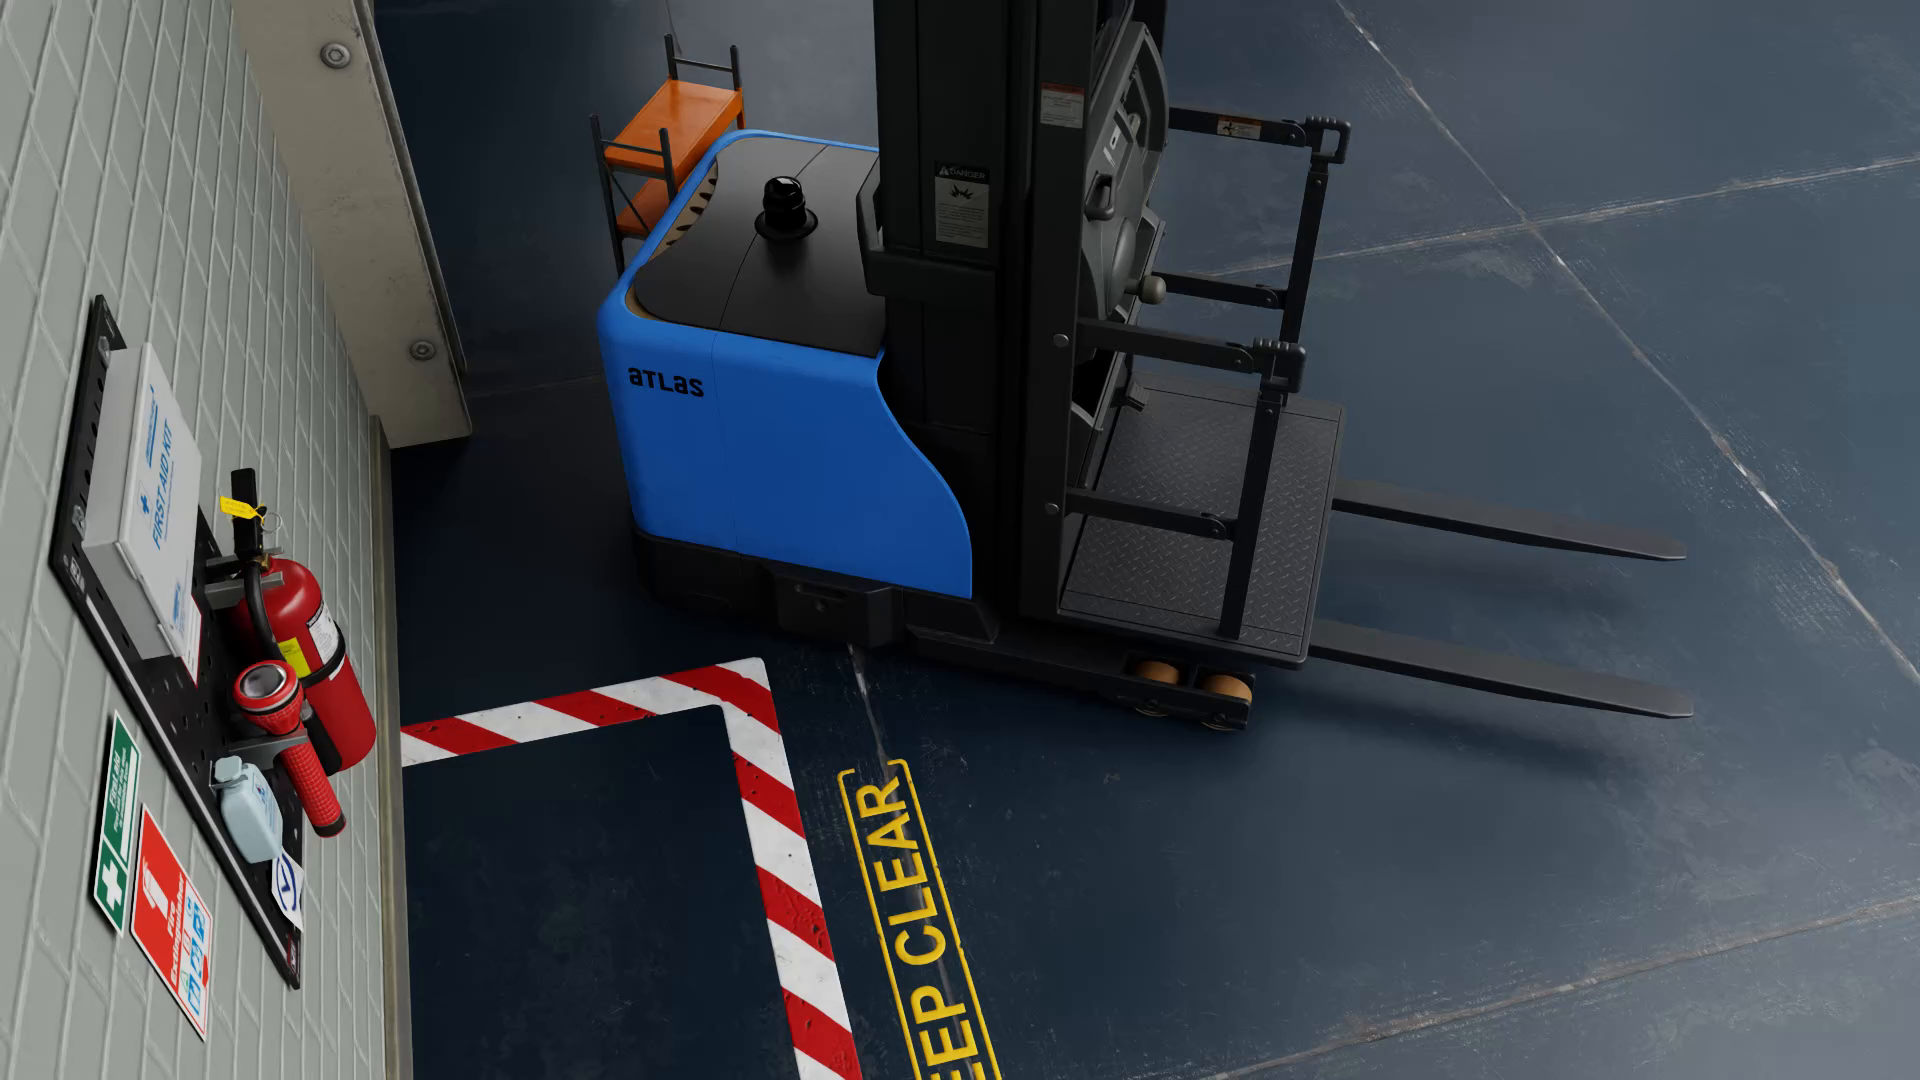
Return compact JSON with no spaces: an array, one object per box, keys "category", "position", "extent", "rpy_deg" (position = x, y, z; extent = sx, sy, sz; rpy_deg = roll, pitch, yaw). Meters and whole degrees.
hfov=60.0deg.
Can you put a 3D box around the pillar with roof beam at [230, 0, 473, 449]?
[{"category":"pillar with roof beam","position":[2.321,-4.400,3.261],"extent":[9.100,9.000,0.400],"rpy_deg":[-11,47,-10]}]

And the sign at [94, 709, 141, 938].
[{"category":"sign","position":[-1.195,0.398,2.364],"extent":[0.001,0.109,0.331],"rpy_deg":[-11,47,-10]}]

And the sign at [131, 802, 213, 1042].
[{"category":"sign","position":[-1.203,0.588,2.548],"extent":[0.001,0.329,0.234],"rpy_deg":[-11,47,-10]}]

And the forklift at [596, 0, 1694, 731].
[{"category":"forklift","position":[0.601,-0.909,4.089],"extent":[3.031,2.935,1.130],"rpy_deg":[11,47,11]}]

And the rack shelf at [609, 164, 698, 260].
[{"category":"rack shelf","position":[-0.867,-1.044,5.214],"extent":[0.258,0.148,0.480],"rpy_deg":[14,47,13]}]

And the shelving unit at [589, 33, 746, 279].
[{"category":"shelving unit","position":[-0.867,-0.934,5.326],"extent":[0.258,1.200,0.503],"rpy_deg":[14,47,13]}]

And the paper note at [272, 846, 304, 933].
[{"category":"paper note","position":[-1.266,0.643,3.136],"extent":[0.016,0.148,0.142],"rpy_deg":[-11,47,-10]}]

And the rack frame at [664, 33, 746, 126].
[{"category":"rack frame","position":[-0.789,-1.100,5.487],"extent":[0.240,1.200,0.015],"rpy_deg":[14,47,13]}]

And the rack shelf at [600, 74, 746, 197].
[{"category":"rack shelf","position":[-0.867,-1.210,5.045],"extent":[0.258,0.148,0.480],"rpy_deg":[14,47,13]}]

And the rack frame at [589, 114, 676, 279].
[{"category":"rack frame","position":[-0.945,-0.769,5.164],"extent":[0.240,1.200,0.015],"rpy_deg":[14,47,13]}]

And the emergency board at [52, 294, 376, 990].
[{"category":"emergency board","position":[-1.245,0.200,2.953],"extent":[0.194,1.169,0.643],"rpy_deg":[-11,47,-10]}]
